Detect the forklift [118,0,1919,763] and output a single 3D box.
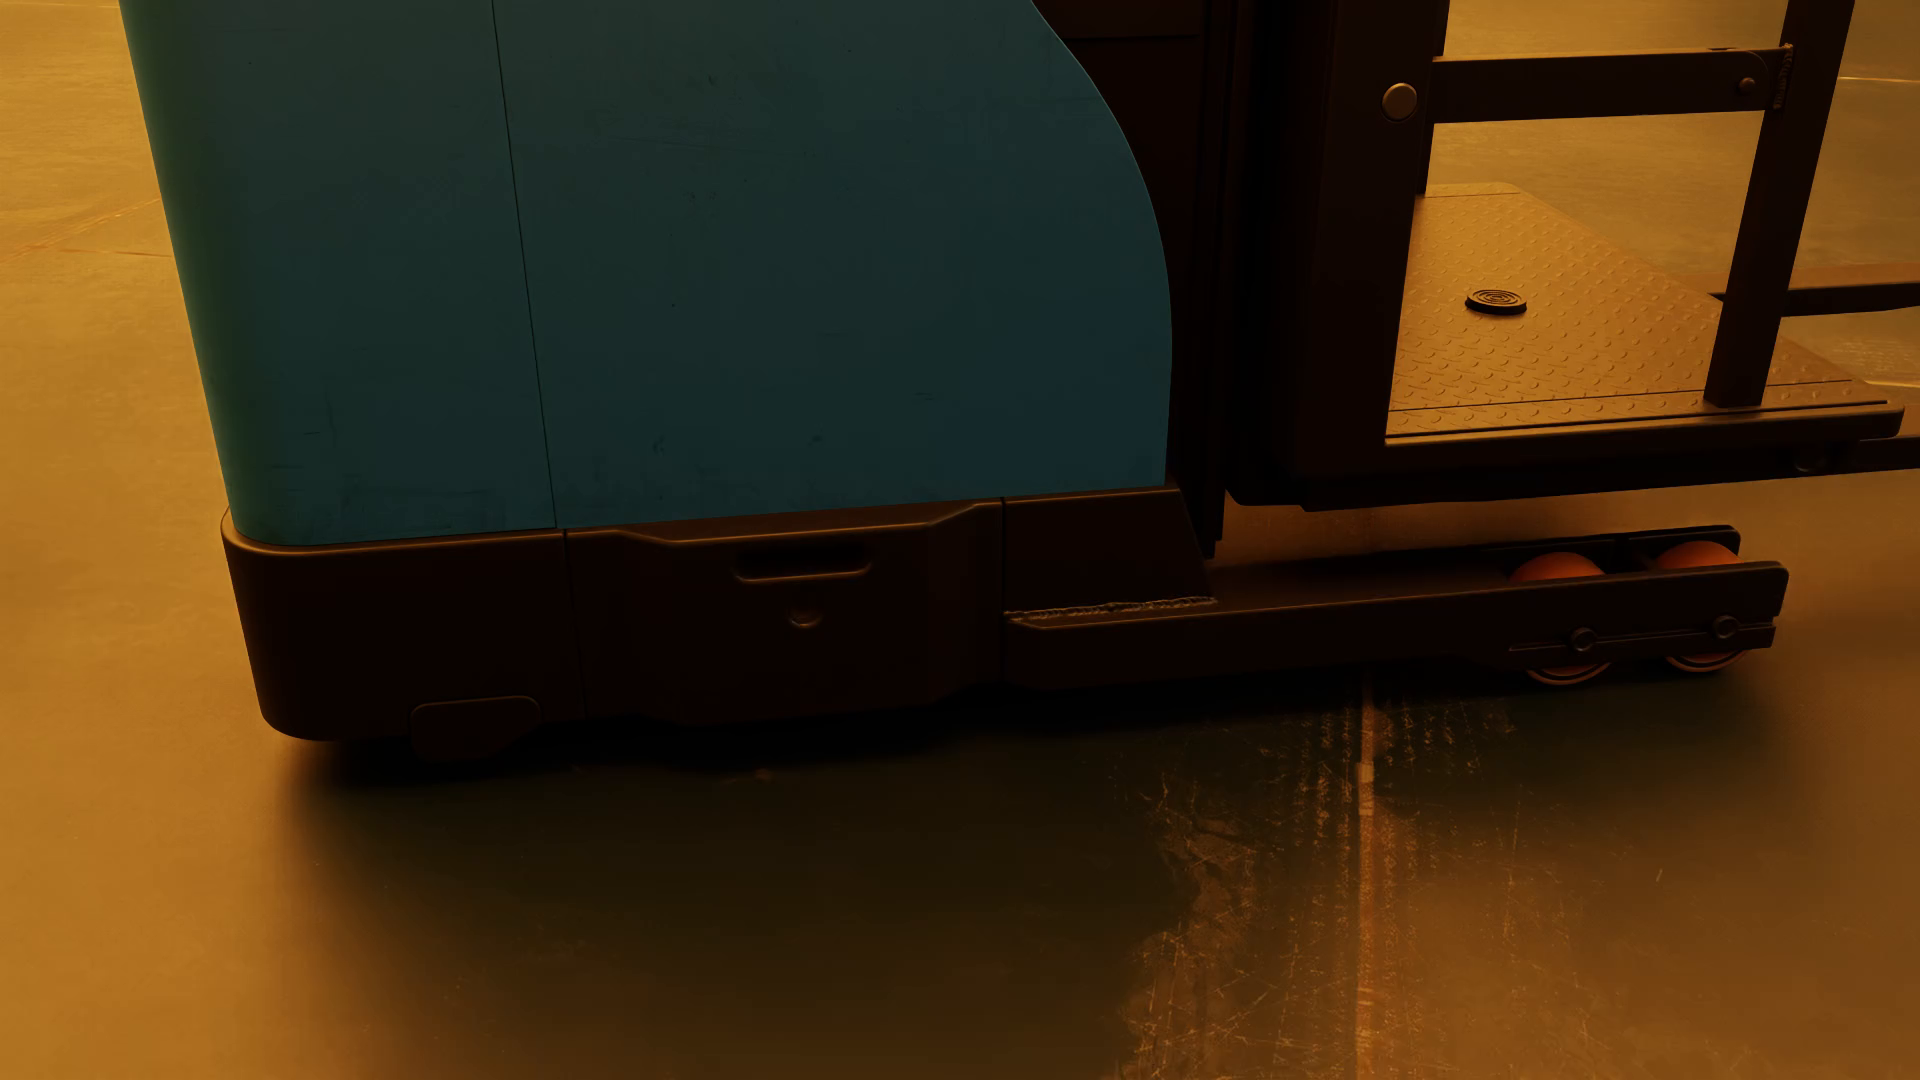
[{"bbox_3d":[0.600,-1.354,1.930,3.031,2.935,1.130,-4,27,-9],"label":"forklift"}]
